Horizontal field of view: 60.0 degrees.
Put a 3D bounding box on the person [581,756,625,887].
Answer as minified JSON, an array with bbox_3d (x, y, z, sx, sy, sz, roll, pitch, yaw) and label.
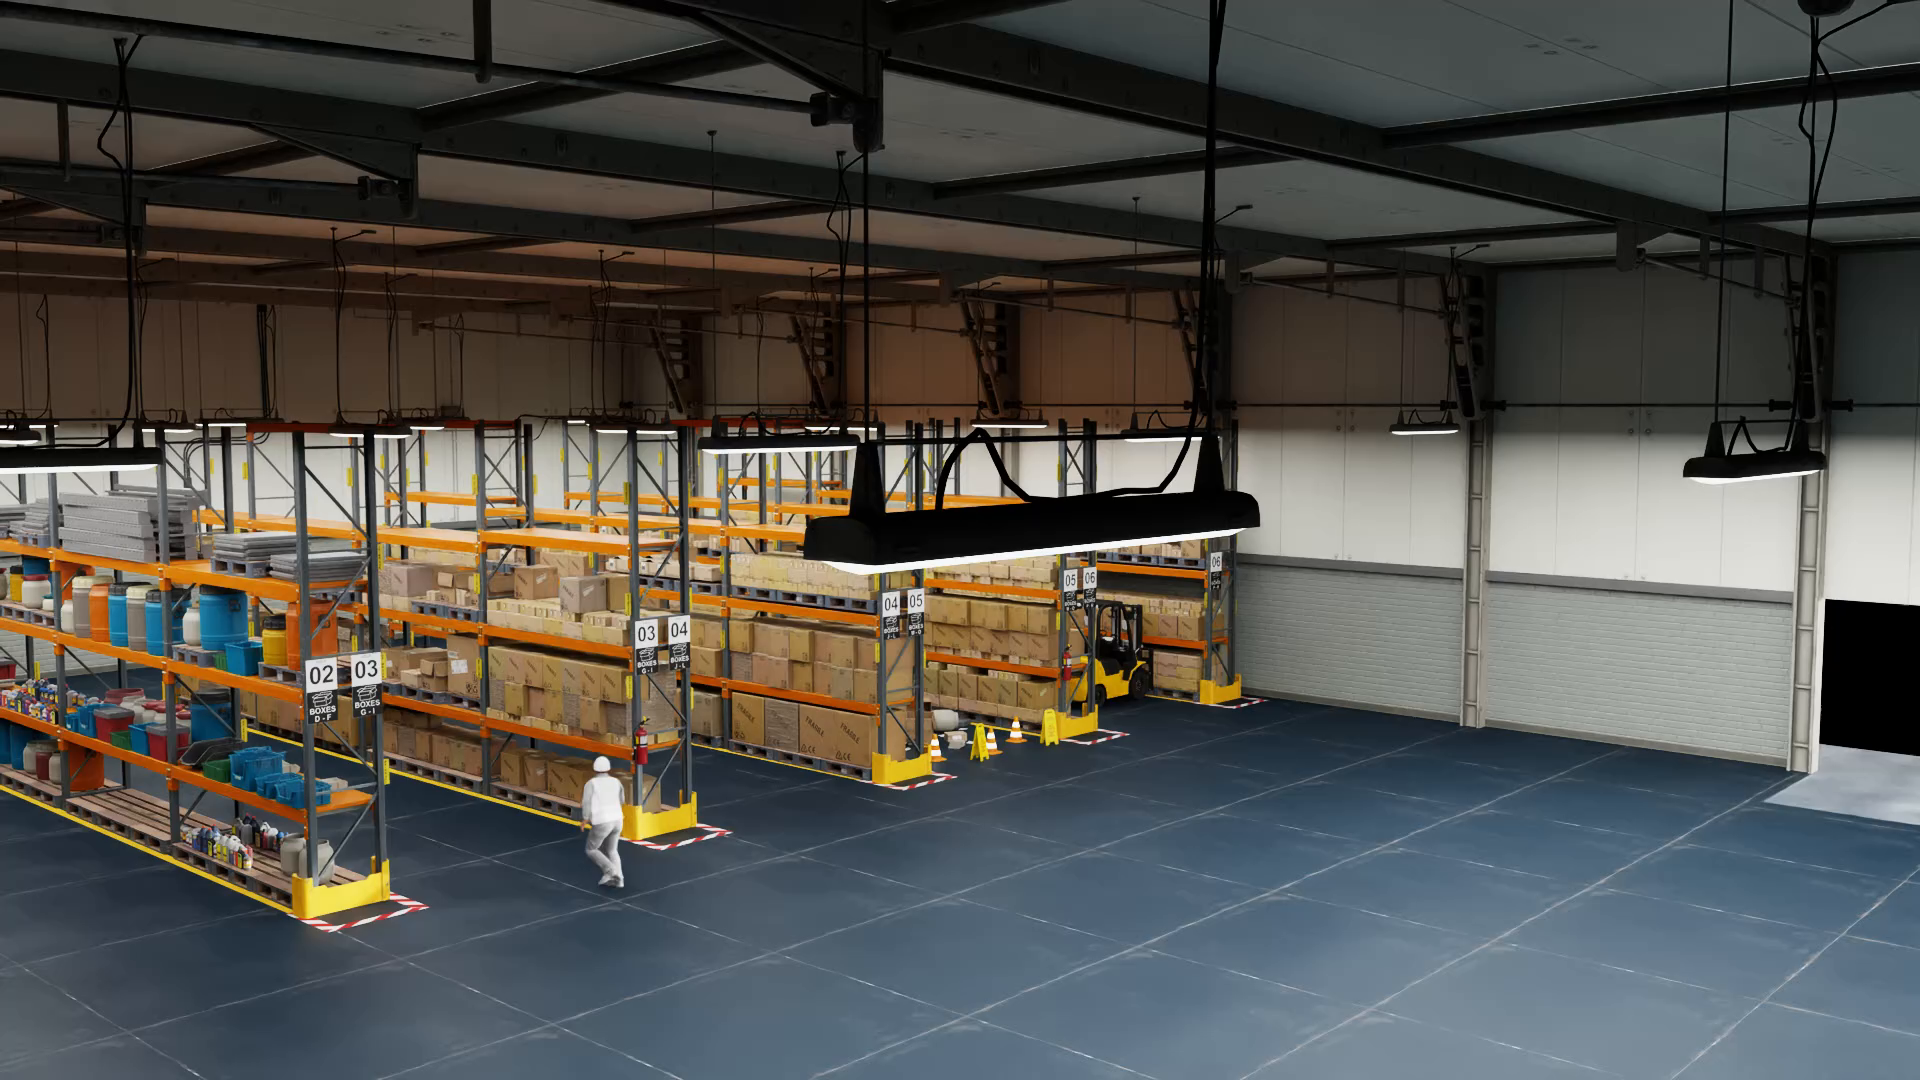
[{"bbox_3d":[-4.700,3.711,21.949,0.734,1.666,0.662,4,6,43],"label":"person"}]
